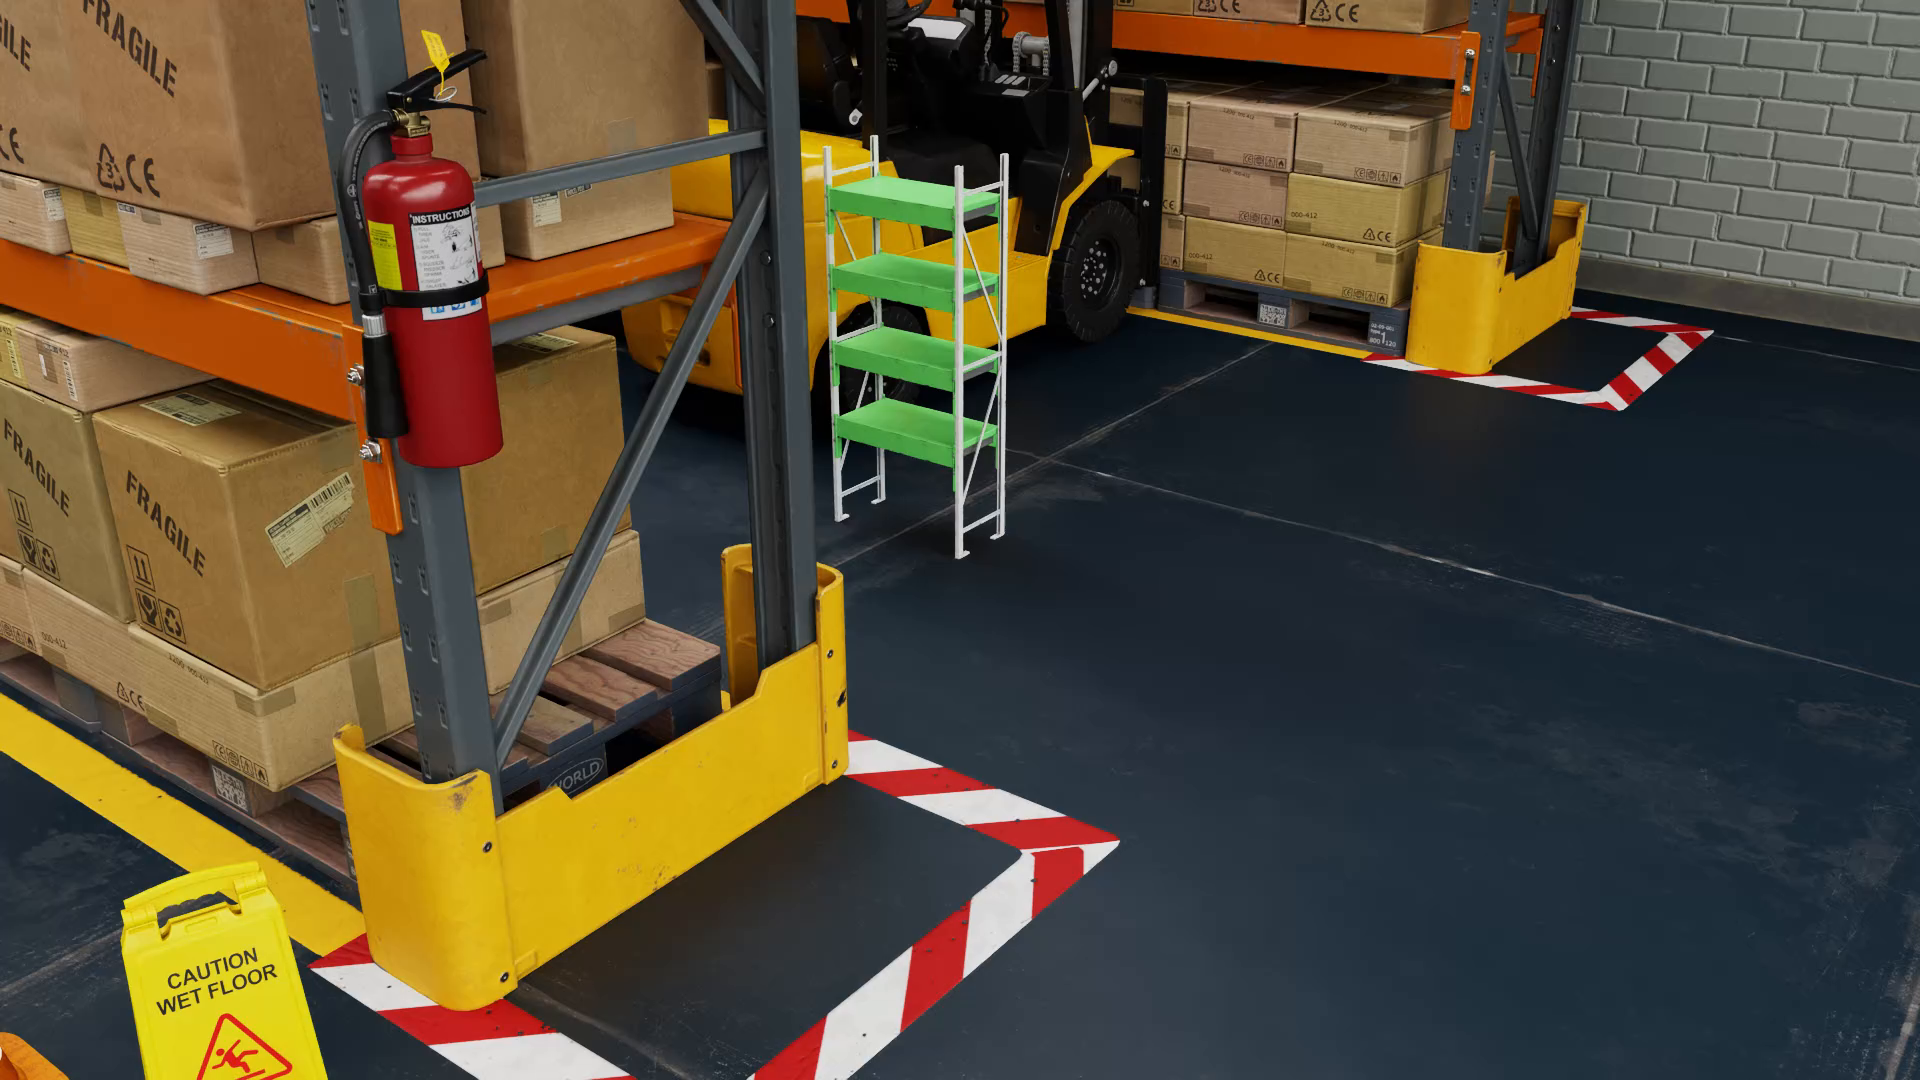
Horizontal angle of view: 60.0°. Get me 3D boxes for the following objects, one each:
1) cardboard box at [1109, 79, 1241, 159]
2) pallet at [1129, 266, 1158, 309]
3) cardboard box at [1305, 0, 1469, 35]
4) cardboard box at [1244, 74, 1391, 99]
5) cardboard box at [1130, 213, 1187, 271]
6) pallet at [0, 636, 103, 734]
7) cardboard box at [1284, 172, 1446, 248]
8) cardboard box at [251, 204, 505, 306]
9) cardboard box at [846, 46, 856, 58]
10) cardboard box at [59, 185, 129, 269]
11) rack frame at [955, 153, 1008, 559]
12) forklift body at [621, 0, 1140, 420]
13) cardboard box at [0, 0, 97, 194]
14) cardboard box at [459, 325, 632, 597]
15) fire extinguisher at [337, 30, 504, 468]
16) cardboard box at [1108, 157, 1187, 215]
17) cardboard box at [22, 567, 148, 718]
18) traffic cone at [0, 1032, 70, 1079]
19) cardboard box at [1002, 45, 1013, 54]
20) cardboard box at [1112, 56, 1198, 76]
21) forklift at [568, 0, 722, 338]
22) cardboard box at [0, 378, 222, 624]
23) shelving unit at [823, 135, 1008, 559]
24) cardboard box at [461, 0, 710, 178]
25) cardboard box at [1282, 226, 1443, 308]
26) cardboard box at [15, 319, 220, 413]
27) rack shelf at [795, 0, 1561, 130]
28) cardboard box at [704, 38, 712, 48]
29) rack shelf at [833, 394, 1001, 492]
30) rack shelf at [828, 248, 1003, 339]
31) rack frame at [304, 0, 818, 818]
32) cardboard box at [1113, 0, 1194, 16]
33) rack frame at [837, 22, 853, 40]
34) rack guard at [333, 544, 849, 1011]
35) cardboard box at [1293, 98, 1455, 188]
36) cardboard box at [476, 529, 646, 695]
[{"bbox_3d":[0.927,-1.913,7.521,0.500,0.250,0.500,17,29,34],"label":"cardboard box"},{"bbox_3d":[0.696,-1.461,8.305,1.213,0.211,1.003,17,29,33],"label":"pallet"},{"bbox_3d":[1.753,-2.351,6.741,0.500,0.500,0.500,16,28,32],"label":"cardboard box"},{"bbox_3d":[1.632,-1.959,7.625,0.500,0.250,0.500,17,29,33],"label":"cardboard box"},{"bbox_3d":[0.952,-1.463,7.741,0.500,0.250,0.500,17,29,34],"label":"cardboard box"},{"bbox_3d":[-2.331,0.086,4.792,1.213,0.211,1.003,17,29,33],"label":"pallet"},{"bbox_3d":[1.728,-1.450,7.091,0.500,0.250,0.500,16,29,33],"label":"cardboard box"},{"bbox_3d":[-1.097,-0.575,3.146,0.250,0.149,0.380,18,29,35],"label":"cardboard box"},{"bbox_3d":[-0.697,-2.411,8.652,0.500,0.250,0.500,16,29,33],"label":"cardboard box"},{"bbox_3d":[-1.558,-0.669,3.360,0.250,0.149,0.380,16,29,32],"label":"cardboard box"},{"bbox_3d":[0.063,-0.530,4.965,0.015,1.200,0.240,17,29,33],"label":"rack frame"},{"bbox_3d":[-0.307,-1.752,6.559,1.214,2.155,2.313,17,29,33],"label":"forklift body"},{"bbox_3d":[-1.667,-1.015,3.341,0.500,0.500,0.500,17,29,33],"label":"cardboard box"},{"bbox_3d":[-1.168,-0.235,4.023,0.500,0.500,0.500,16,28,32],"label":"cardboard box"},{"bbox_3d":[-0.854,-0.457,2.662,0.183,0.674,0.296,17,29,33],"label":"fire extinguisher"},{"bbox_3d":[0.907,-1.693,7.642,0.500,0.250,0.500,16,28,32],"label":"cardboard box"},{"bbox_3d":[-1.887,0.161,4.053,0.500,0.250,0.500,17,29,33],"label":"cardboard box"},{"bbox_3d":[-1.787,0.805,2.849,0.334,0.463,0.336,17,29,33],"label":"traffic cone"},{"bbox_3d":[0.028,-2.455,8.751,0.500,0.250,0.500,16,29,33],"label":"cardboard box"},{"bbox_3d":[0.832,-2.210,8.194,0.500,0.250,0.500,16,28,32],"label":"cardboard box"},{"bbox_3d":[-1.362,-2.389,7.037,3.031,2.935,1.130,3,24,7],"label":"forklift"},{"bbox_3d":[-1.886,-0.180,3.898,0.500,0.500,0.500,18,30,35],"label":"cardboard box"},{"bbox_3d":[-0.132,-0.589,5.099,0.503,1.200,0.258,17,29,33],"label":"shelving unit"},{"bbox_3d":[-0.882,-1.054,3.430,0.500,0.500,0.500,16,29,33],"label":"cardboard box"},{"bbox_3d":[1.739,-1.216,7.180,0.500,0.250,0.500,17,29,34],"label":"cardboard box"},{"bbox_3d":[-1.801,-0.419,3.635,0.250,0.149,0.380,18,29,35],"label":"cardboard box"},{"bbox_3d":[0.704,-2.425,7.926,4.000,0.370,1.077,17,29,33],"label":"rack shelf"},{"bbox_3d":[-1.937,-2.656,9.983,0.625,0.625,0.875,16,29,33],"label":"cardboard box"},{"bbox_3d":[-0.132,-0.311,5.221,0.480,0.148,0.258,17,29,33],"label":"rack shelf"},{"bbox_3d":[-0.132,-0.750,5.028,0.480,0.148,0.258,17,29,33],"label":"rack shelf"},{"bbox_3d":[-0.669,-0.668,3.047,0.127,3.000,1.000,17,29,33],"label":"rack frame"},{"bbox_3d":[0.934,-2.603,7.314,0.500,0.500,0.500,16,29,32],"label":"cardboard box"},{"bbox_3d":[-0.896,-3.238,8.879,0.127,3.000,1.000,17,29,33],"label":"rack frame"},{"bbox_3d":[-0.730,0.457,3.592,0.348,0.500,1.175,17,29,33],"label":"rack guard"},{"bbox_3d":[1.749,-1.673,6.976,0.500,0.250,0.500,18,29,35],"label":"cardboard box"},{"bbox_3d":[-1.149,0.113,4.162,0.500,0.250,0.500,17,29,33],"label":"cardboard box"}]
